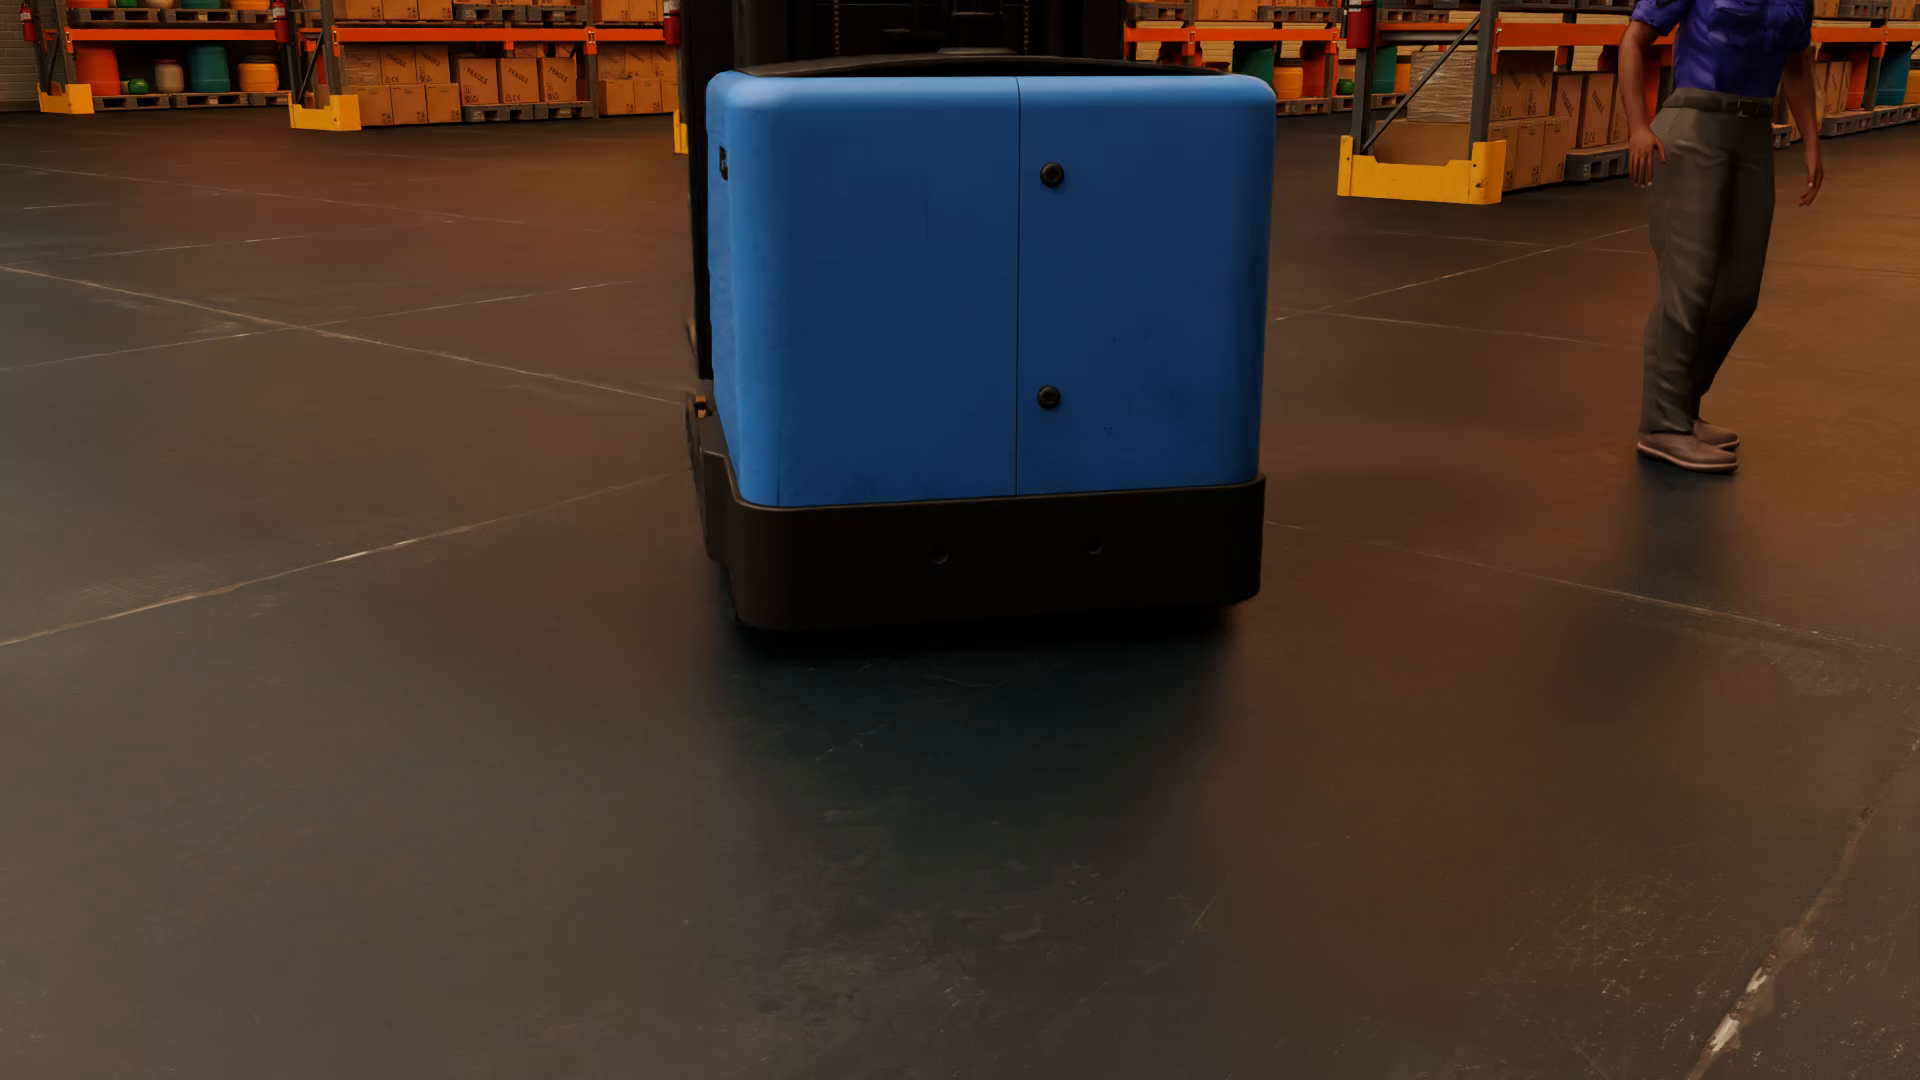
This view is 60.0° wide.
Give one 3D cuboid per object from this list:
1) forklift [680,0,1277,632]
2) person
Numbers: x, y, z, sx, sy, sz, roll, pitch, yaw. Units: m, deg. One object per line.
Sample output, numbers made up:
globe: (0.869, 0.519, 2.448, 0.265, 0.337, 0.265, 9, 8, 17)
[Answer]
forklift: (-0.183, -1.615, 4.217, 1.130, 2.935, 3.031, -3, 17, -11)
person: (2.118, -1.037, 4.536, 0.658, 1.644, 0.474, -7, 18, -23)
